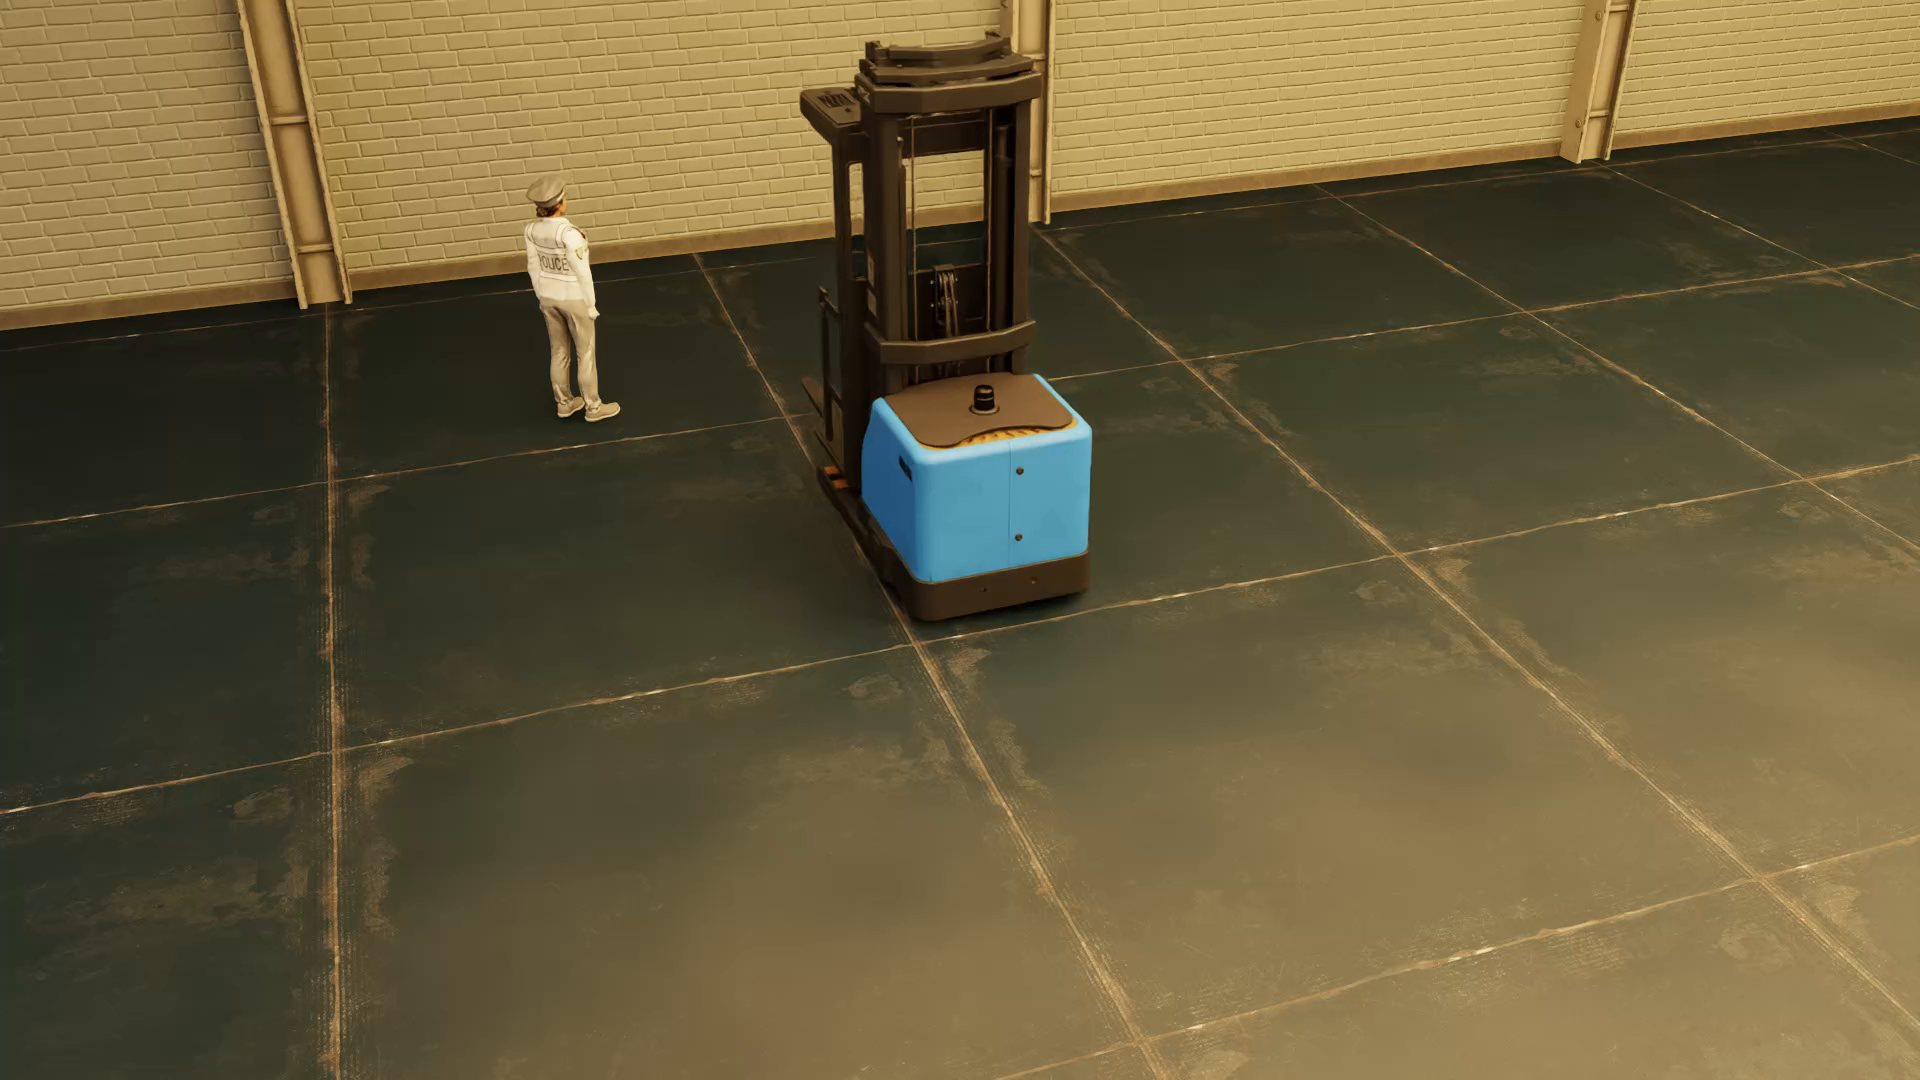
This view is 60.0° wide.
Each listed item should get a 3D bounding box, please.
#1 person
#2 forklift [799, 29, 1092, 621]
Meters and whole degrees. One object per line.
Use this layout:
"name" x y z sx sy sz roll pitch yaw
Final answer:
"person" -2.628 -1.604 11.123 0.460 1.694 0.359 13 32 21
"forklift" -0.260 -1.548 9.777 1.130 2.935 3.031 -11 32 -18
